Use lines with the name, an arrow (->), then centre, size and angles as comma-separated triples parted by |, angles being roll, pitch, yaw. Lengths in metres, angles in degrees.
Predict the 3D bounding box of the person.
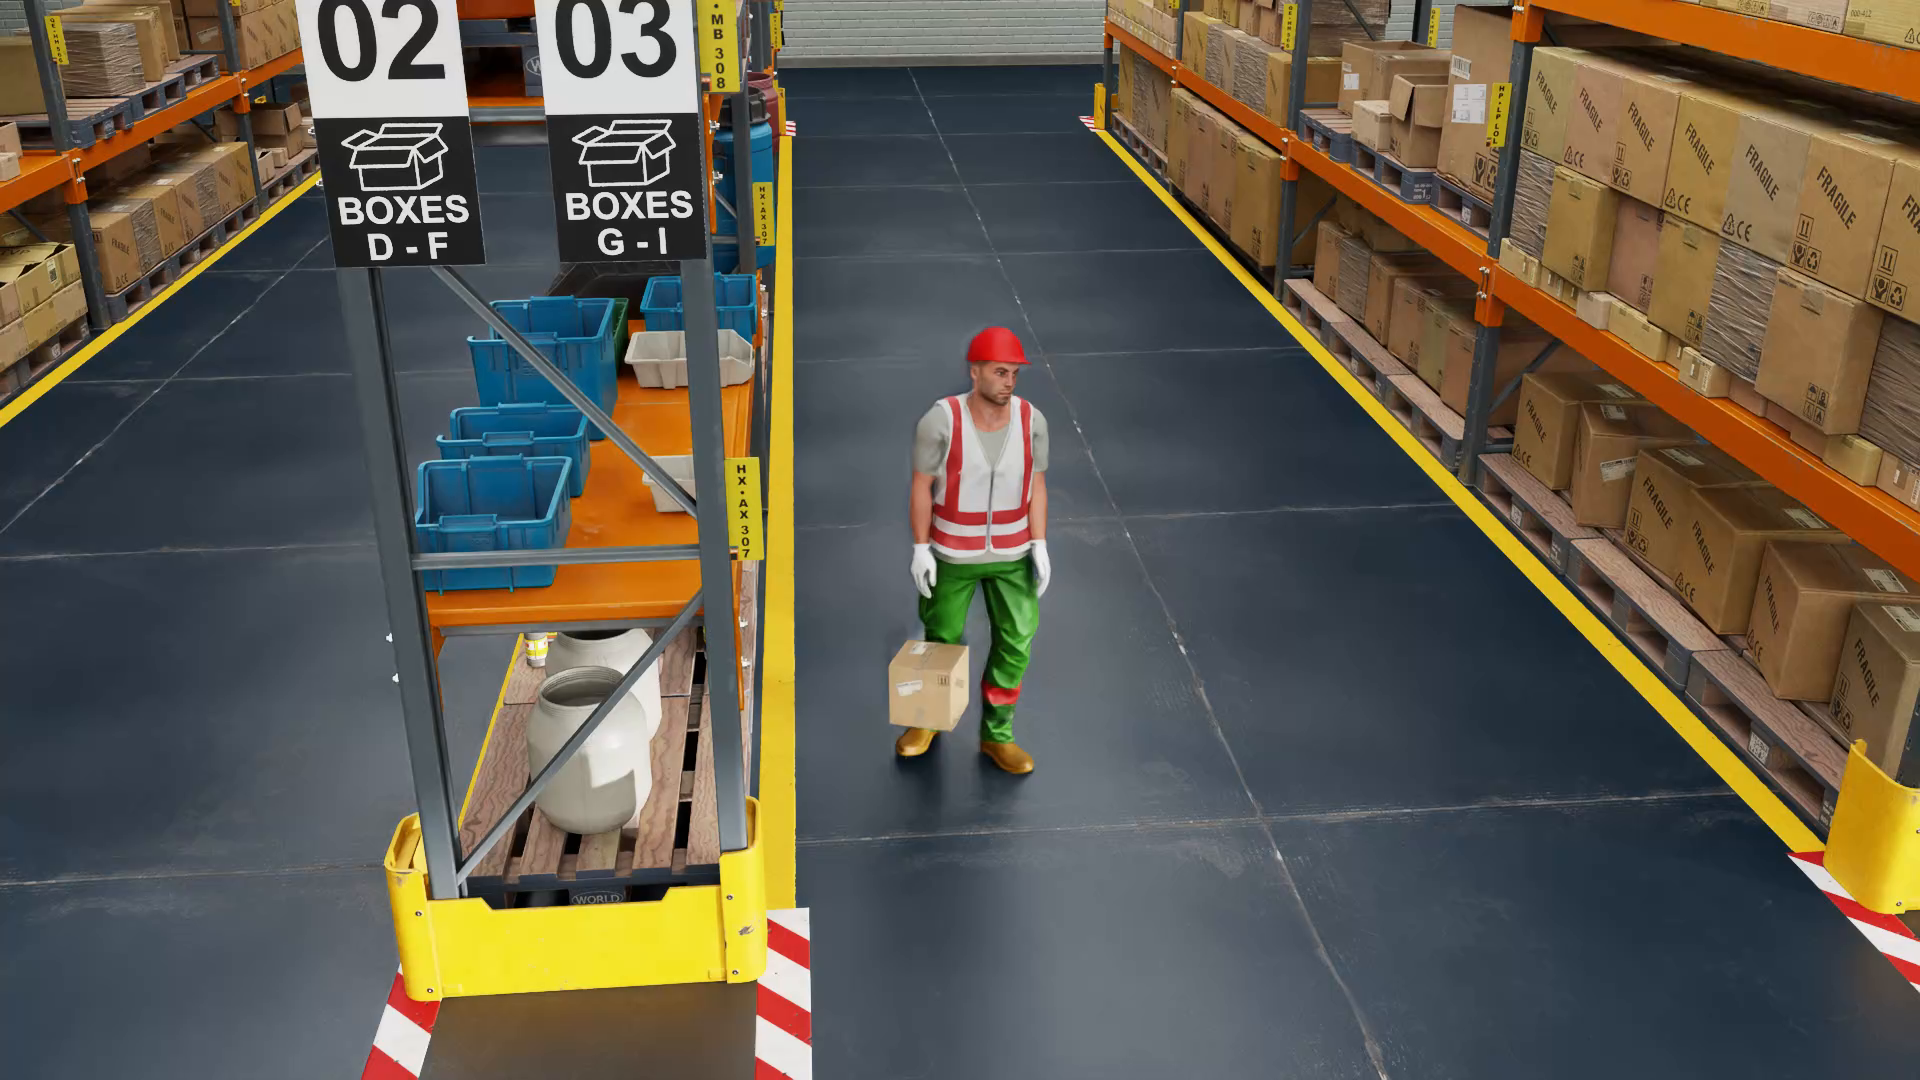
person -> 0.048, 0.055, 6.448 | 0.622, 1.786, 0.466 | -5, 24, -11
